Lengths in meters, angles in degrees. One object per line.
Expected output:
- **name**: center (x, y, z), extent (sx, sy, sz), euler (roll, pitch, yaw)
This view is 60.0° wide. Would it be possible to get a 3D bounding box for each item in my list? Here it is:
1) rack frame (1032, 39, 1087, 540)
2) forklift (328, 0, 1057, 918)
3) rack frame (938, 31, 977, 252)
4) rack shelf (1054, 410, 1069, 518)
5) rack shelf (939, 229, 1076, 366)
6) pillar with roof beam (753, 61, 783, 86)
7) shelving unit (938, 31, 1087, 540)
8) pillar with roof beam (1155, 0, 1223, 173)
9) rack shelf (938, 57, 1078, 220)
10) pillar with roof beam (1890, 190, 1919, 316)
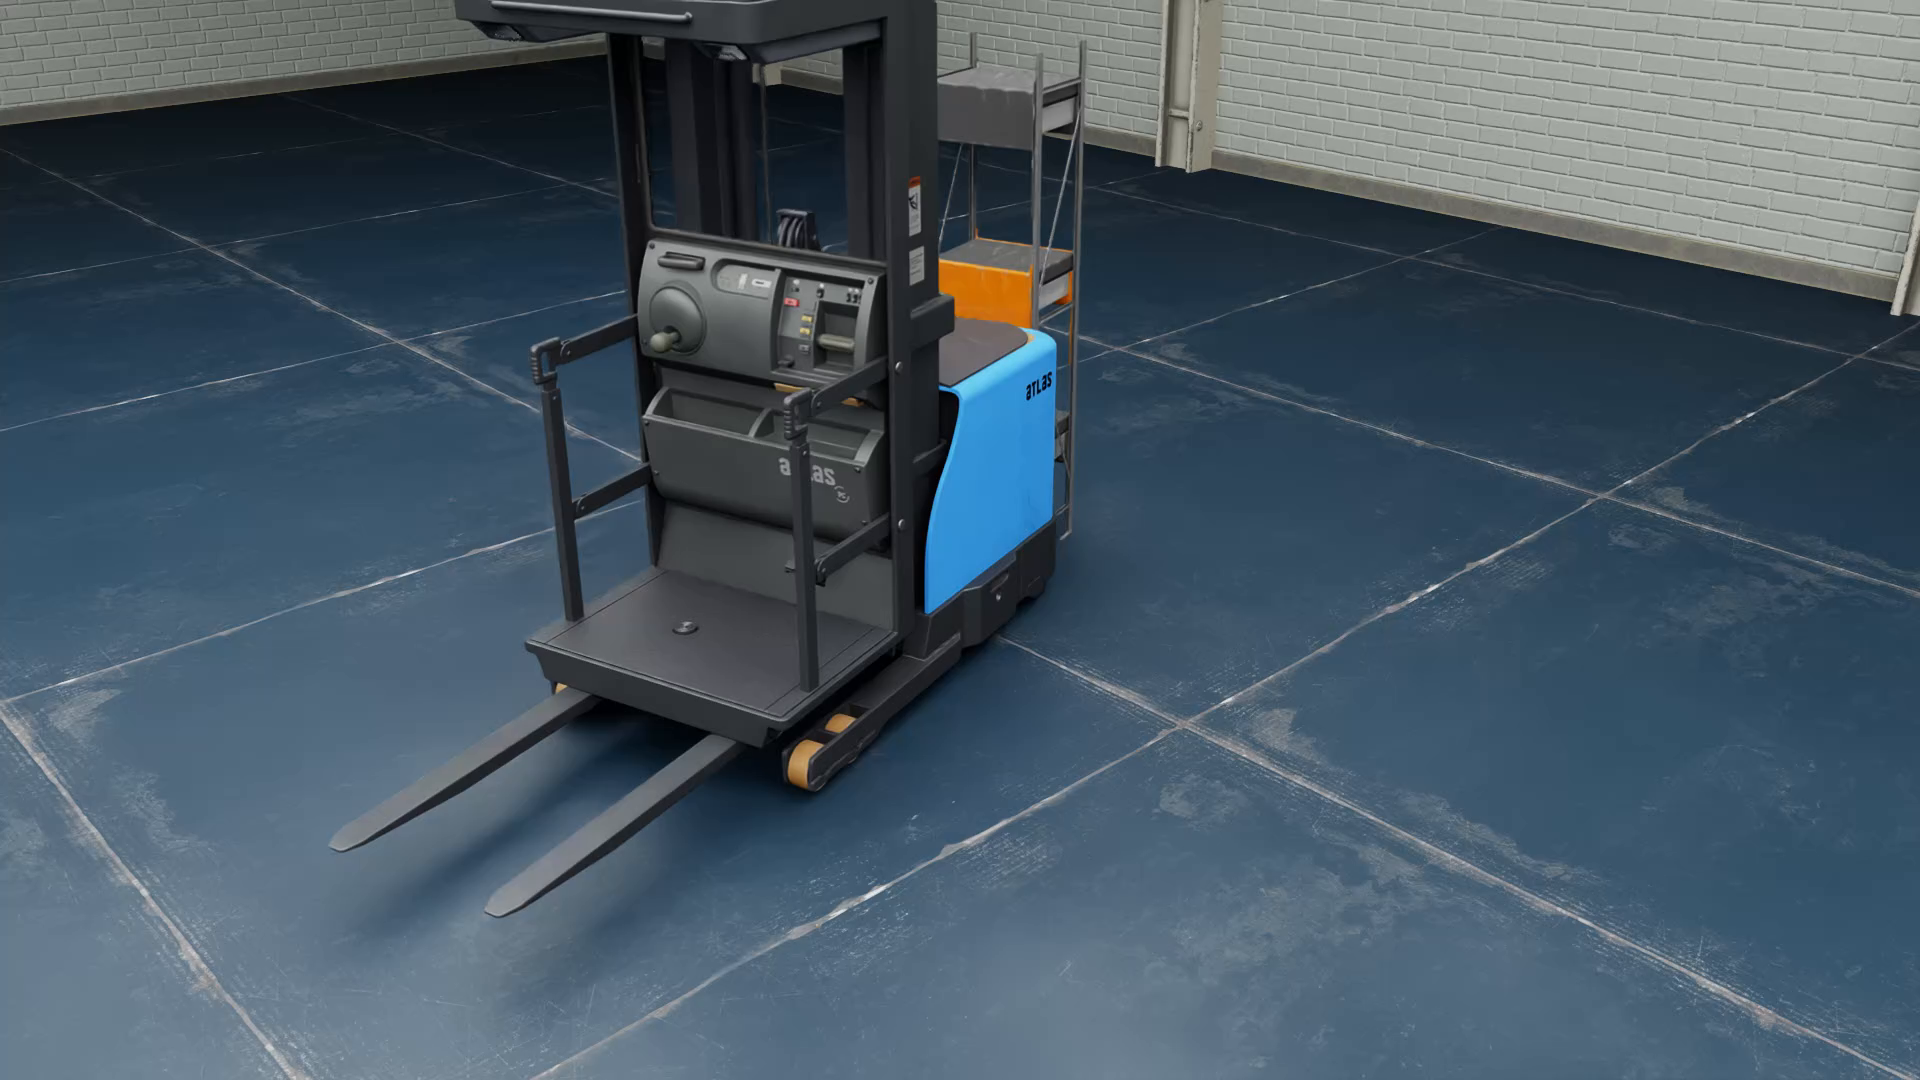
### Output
- **rack frame**: center (0.386, -0.914, 6.724), extent (0.015, 2.100, 0.400), euler (13, 28, 27)
- **forklift**: center (-0.780, -0.727, 5.313), extent (1.130, 2.935, 3.031), euler (13, 28, 27)
- **rack frame**: center (-0.038, -1.015, 6.945), extent (0.015, 2.100, 0.400), euler (13, 28, 27)
- **rack shelf**: center (0.174, -0.315, 7.131), extent (0.480, 0.518, 0.431), euler (13, 28, 27)
- **rack shelf**: center (0.174, -0.952, 6.840), extent (0.480, 0.518, 0.431), euler (13, 28, 27)
- **pillar with roof beam**: center (-5.321, -7.897, 13.719), extent (9.100, 9.000, 0.400), euler (-21, 32, -38)
- **shelving unit**: center (0.174, -0.965, 6.835), extent (0.503, 2.100, 0.431), euler (13, 28, 27)
- **pillar with roof beam**: center (-1.220, -6.080, 9.734), extent (9.100, 9.000, 0.400), euler (-21, 32, -38)
- **rack shelf**: center (0.174, -1.589, 6.550), extent (0.480, 0.518, 0.431), euler (13, 28, 27)
- **pillar with roof beam**: center (2.881, -4.262, 5.750), extent (9.100, 9.000, 0.400), euler (-21, 32, -38)
